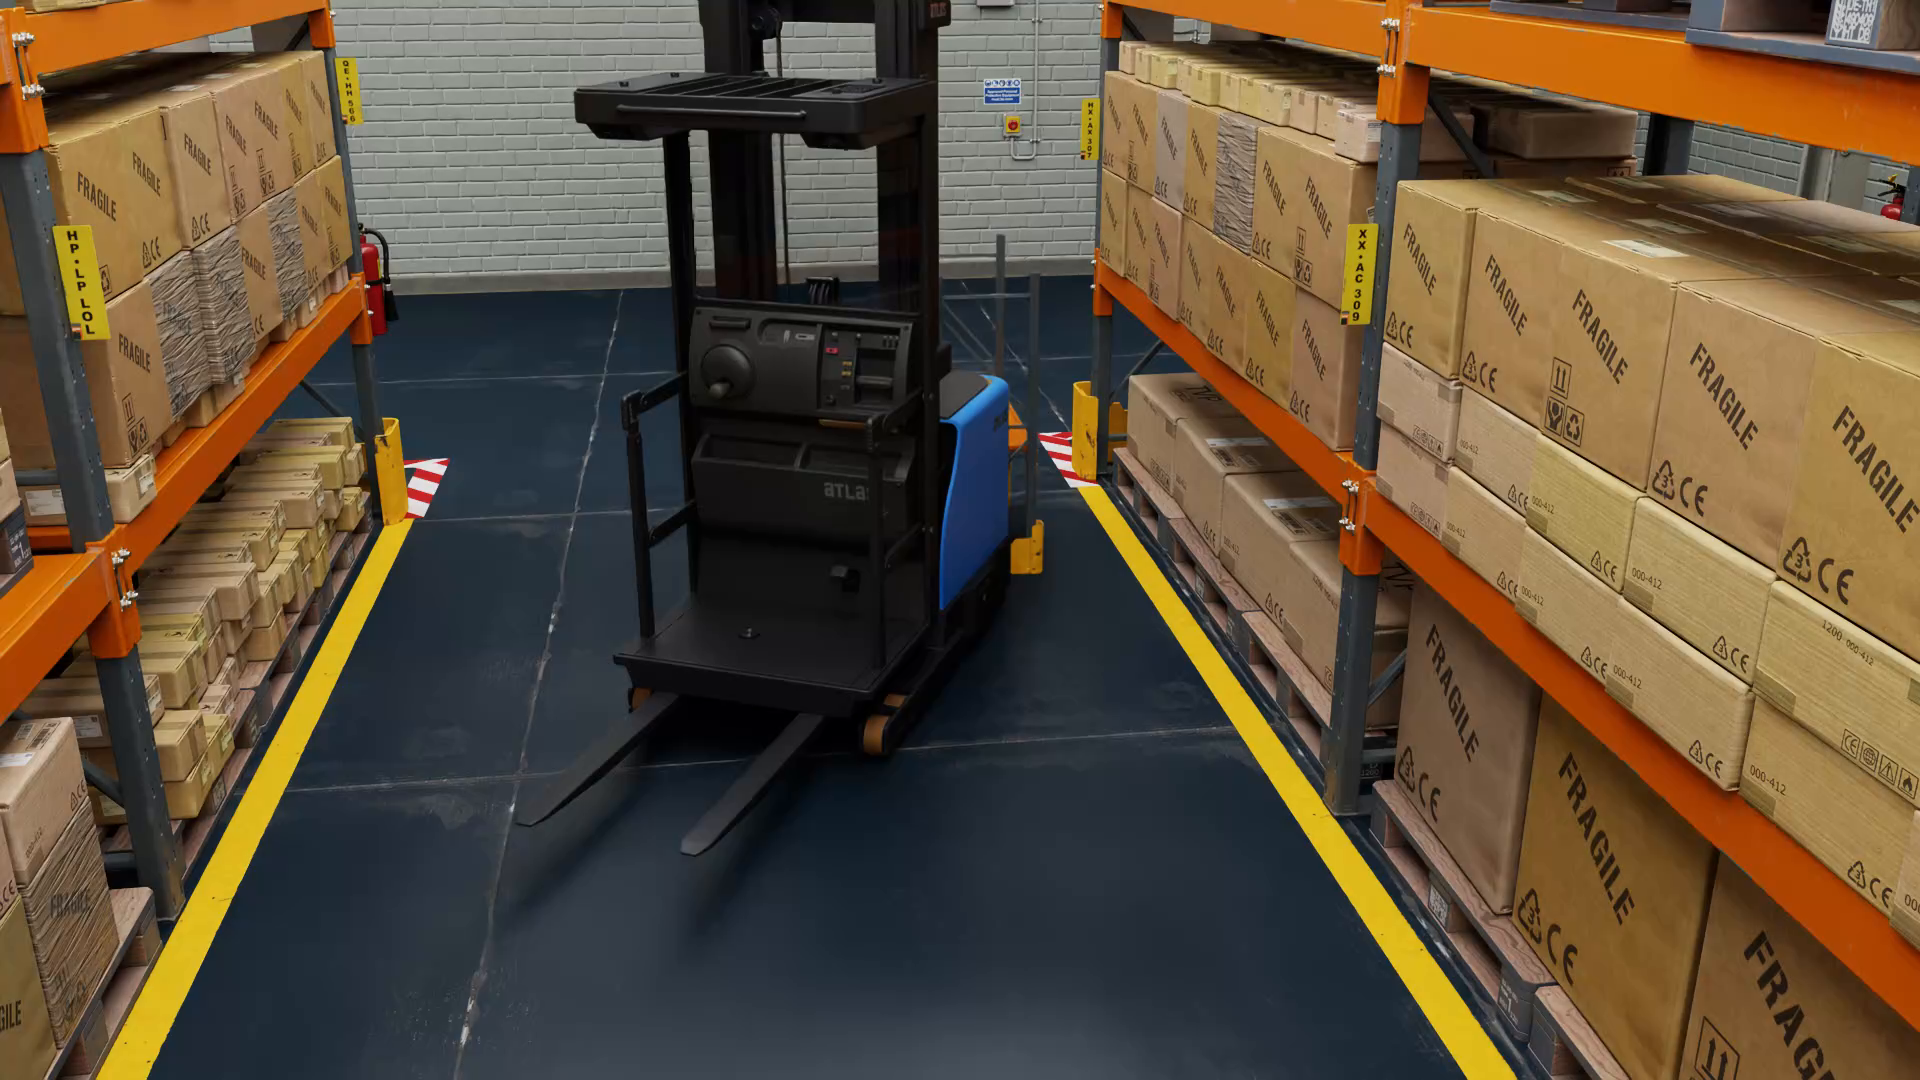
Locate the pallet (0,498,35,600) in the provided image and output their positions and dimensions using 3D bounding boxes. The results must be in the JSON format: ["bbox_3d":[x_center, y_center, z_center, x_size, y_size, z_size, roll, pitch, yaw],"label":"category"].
[{"bbox_3d":[-3.079,0.204,4.158,1.003,0.211,1.213,-3,21,-8],"label":"pallet"}]

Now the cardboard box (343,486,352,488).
[{"bbox_3d":[-3.339,-0.233,8.526,0.380,0.149,0.250,-3,21,-7],"label":"cardboard box"}]

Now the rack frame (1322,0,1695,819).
[{"bbox_3d":[1.839,-0.443,5.615,1.000,3.000,0.127,-3,21,-8],"label":"rack frame"}]

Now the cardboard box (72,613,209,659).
[{"bbox_3d":[-2.956,0.389,6.012,0.380,0.149,0.250,-3,21,-9],"label":"cardboard box"}]

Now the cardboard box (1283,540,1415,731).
[{"bbox_3d":[1.855,0.338,6.586,0.875,0.438,0.875,-3,21,-9],"label":"cardboard box"}]

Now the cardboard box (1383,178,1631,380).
[{"bbox_3d":[1.618,-0.791,4.976,0.500,0.500,0.500,-3,21,-7],"label":"cardboard box"}]

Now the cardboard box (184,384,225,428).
[{"bbox_3d":[-2.968,-0.515,6.168,0.380,0.149,0.250,-3,21,-7],"label":"cardboard box"}]

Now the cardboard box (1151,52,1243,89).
[{"bbox_3d":[1.128,-2.237,7.919,0.380,0.149,0.250,-4,21,-10],"label":"cardboard box"}]

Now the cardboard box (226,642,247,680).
[{"bbox_3d":[-3.064,0.486,6.602,0.380,0.149,0.250,-4,21,-10],"label":"cardboard box"}]

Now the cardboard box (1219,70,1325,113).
[{"bbox_3d":[1.308,-1.883,6.971,0.380,0.149,0.250,-3,21,-8],"label":"cardboard box"}]

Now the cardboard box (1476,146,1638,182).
[{"bbox_3d":[2.010,-1.135,5.896,0.500,0.500,0.500,-3,21,-7],"label":"cardboard box"}]

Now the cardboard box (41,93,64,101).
[{"bbox_3d":[-3.520,-1.319,5.962,0.500,0.500,0.500,-2,21,-6],"label":"cardboard box"}]

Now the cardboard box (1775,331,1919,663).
[{"bbox_3d":[1.935,-0.088,3.094,0.500,0.500,0.500,-3,21,-8],"label":"cardboard box"}]

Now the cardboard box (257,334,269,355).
[{"bbox_3d":[-3.196,-0.876,7.134,0.380,0.149,0.250,-4,21,-10],"label":"cardboard box"}]

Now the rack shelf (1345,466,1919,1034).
[{"bbox_3d":[2.127,0.587,3.887,1.077,0.370,4.000,-3,21,-8],"label":"rack shelf"}]

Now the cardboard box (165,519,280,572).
[{"bbox_3d":[-3.090,0.030,6.973,0.380,0.149,0.250,-3,21,-7],"label":"cardboard box"}]

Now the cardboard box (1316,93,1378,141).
[{"bbox_3d":[1.523,-1.536,6.043,0.380,0.149,0.250,-3,21,-8],"label":"cardboard box"}]

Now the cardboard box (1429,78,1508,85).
[{"bbox_3d":[1.934,-1.741,6.592,0.380,0.149,0.250,-4,21,-9],"label":"cardboard box"}]

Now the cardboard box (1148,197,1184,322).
[{"bbox_3d":[1.203,-1.343,7.882,0.500,0.500,0.500,-3,21,-8],"label":"cardboard box"}]

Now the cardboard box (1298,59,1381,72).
[{"bbox_3d":[1.750,-2.094,7.536,0.380,0.149,0.250,-2,21,-6],"label":"cardboard box"}]

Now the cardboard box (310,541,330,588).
[{"bbox_3d":[-3.102,0.117,7.590,0.380,0.149,0.250,-4,21,-10],"label":"cardboard box"}]

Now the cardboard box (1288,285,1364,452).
[{"bbox_3d":[1.519,-0.637,5.993,0.500,0.500,0.500,-3,21,-7],"label":"cardboard box"}]

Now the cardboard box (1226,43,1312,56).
[{"bbox_3d":[1.573,-2.446,8.479,0.380,0.149,0.250,-3,21,-7],"label":"cardboard box"}]

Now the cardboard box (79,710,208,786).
[{"bbox_3d":[-2.780,0.700,5.605,0.380,0.149,0.250,-2,21,-5],"label":"cardboard box"}]

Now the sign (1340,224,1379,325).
[{"bbox_3d":[1.290,-0.857,5.373,0.100,0.325,0.005,-3,21,-8],"label":"sign"}]

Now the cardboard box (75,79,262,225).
[{"bbox_3d":[-3.073,-1.514,6.485,0.500,0.500,0.500,-4,21,-10],"label":"cardboard box"}]

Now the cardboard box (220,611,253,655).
[{"bbox_3d":[-3.029,0.344,6.557,0.380,0.149,0.250,-2,21,-5],"label":"cardboard box"}]

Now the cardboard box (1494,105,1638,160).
[{"bbox_3d":[2.050,-1.384,5.636,0.380,0.149,0.250,-3,21,-9],"label":"cardboard box"}]

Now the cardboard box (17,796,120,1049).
[{"bbox_3d":[-2.689,1.060,4.564,0.500,0.500,0.500,-3,21,-9],"label":"cardboard box"}]

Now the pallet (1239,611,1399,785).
[{"bbox_3d":[1.807,0.596,6.818,1.003,0.211,1.213,-3,21,-8],"label":"pallet"}]

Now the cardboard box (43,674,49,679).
[{"bbox_3d":[-3.512,0.563,5.970,0.380,0.149,0.250,-4,21,-10],"label":"cardboard box"}]

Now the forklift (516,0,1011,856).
[{"bbox_3d":[-0.699,-0.688,6.369,1.130,2.935,3.031,7,21,17],"label":"forklift"}]

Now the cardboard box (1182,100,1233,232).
[{"bbox_3d":[1.286,-1.633,7.230,0.500,0.500,0.500,-3,21,-8],"label":"cardboard box"}]

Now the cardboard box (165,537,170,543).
[{"bbox_3d":[-3.552,0.102,7.206,0.380,0.149,0.250,-2,21,-5],"label":"cardboard box"}]

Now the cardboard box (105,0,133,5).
[{"bbox_3d":[-2.932,-1.840,5.282,0.500,0.250,0.500,-3,21,-9],"label":"cardboard box"}]

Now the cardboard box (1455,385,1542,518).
[{"bbox_3d":[1.726,-0.261,4.628,0.500,0.250,0.500,-3,21,-7],"label":"cardboard box"}]

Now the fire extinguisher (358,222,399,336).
[{"bbox_3d":[-3.201,-1.443,8.935,0.296,0.674,0.183,-3,21,-8],"label":"fire extinguisher"}]

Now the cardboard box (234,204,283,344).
[{"bbox_3d":[-3.089,-1.060,6.699,0.500,0.500,0.500,-2,21,-5],"label":"cardboard box"}]

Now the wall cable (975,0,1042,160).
[{"bbox_3d":[0.426,-4.270,14.363,0.585,1.953,0.123,-3,21,-8],"label":"wall cable"}]

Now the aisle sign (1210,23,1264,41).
[{"bbox_3d":[1.559,-3.086,8.976,0.394,0.787,0.004,-3,21,-8],"label":"aisle sign"}]

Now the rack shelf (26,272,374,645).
[{"bbox_3d":[-3.333,-0.514,6.832,1.077,0.370,4.000,-3,21,-8],"label":"rack shelf"}]

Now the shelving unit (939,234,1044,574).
[{"bbox_3d":[0.054,-0.714,8.485,0.587,1.500,1.083,-3,21,-7],"label":"shelving unit"}]

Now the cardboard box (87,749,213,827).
[{"bbox_3d":[-2.779,0.838,5.659,0.380,0.149,0.250,-4,21,-10],"label":"cardboard box"}]

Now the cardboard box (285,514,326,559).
[{"bbox_3d":[-3.099,-0.017,7.523,0.380,0.149,0.250,-3,21,-7],"label":"cardboard box"}]

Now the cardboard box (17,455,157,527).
[{"bbox_3d":[-2.762,-0.155,5.203,0.380,0.149,0.250,-2,21,-6],"label":"cardboard box"}]

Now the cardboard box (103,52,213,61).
[{"bbox_3d":[-3.819,-2.029,7.864,0.500,0.500,0.500,-3,21,-8],"label":"cardboard box"}]

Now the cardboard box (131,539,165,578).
[{"bbox_3d":[-3.542,0.052,6.913,0.380,0.149,0.250,-3,21,-8],"label":"cardboard box"}]

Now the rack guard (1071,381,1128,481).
[{"bbox_3d":[1.259,-0.665,9.782,1.175,0.500,0.348,-3,21,-8],"label":"rack guard"}]

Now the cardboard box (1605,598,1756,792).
[{"bbox_3d":[1.838,0.324,3.776,0.500,0.250,0.500,-3,21,-9],"label":"cardboard box"}]

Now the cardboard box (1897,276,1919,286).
[{"bbox_3d":[2.377,-0.282,3.613,0.500,0.500,0.500,-3,21,-7],"label":"cardboard box"}]

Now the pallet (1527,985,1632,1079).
[{"bbox_3d":[2.204,1.550,4.264,1.003,0.211,1.213,-3,21,-8],"label":"pallet"}]

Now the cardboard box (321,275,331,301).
[{"bbox_3d":[-3.296,-1.239,8.105,0.380,0.149,0.250,-3,21,-8],"label":"cardboard box"}]

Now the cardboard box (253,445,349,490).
[{"bbox_3d":[-3.152,-0.339,7.962,0.380,0.149,0.250,-3,21,-9],"label":"cardboard box"}]

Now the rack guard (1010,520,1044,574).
[{"bbox_3d":[0.120,0.044,8.241,0.587,0.250,0.087,-3,21,-7],"label":"rack guard"}]
